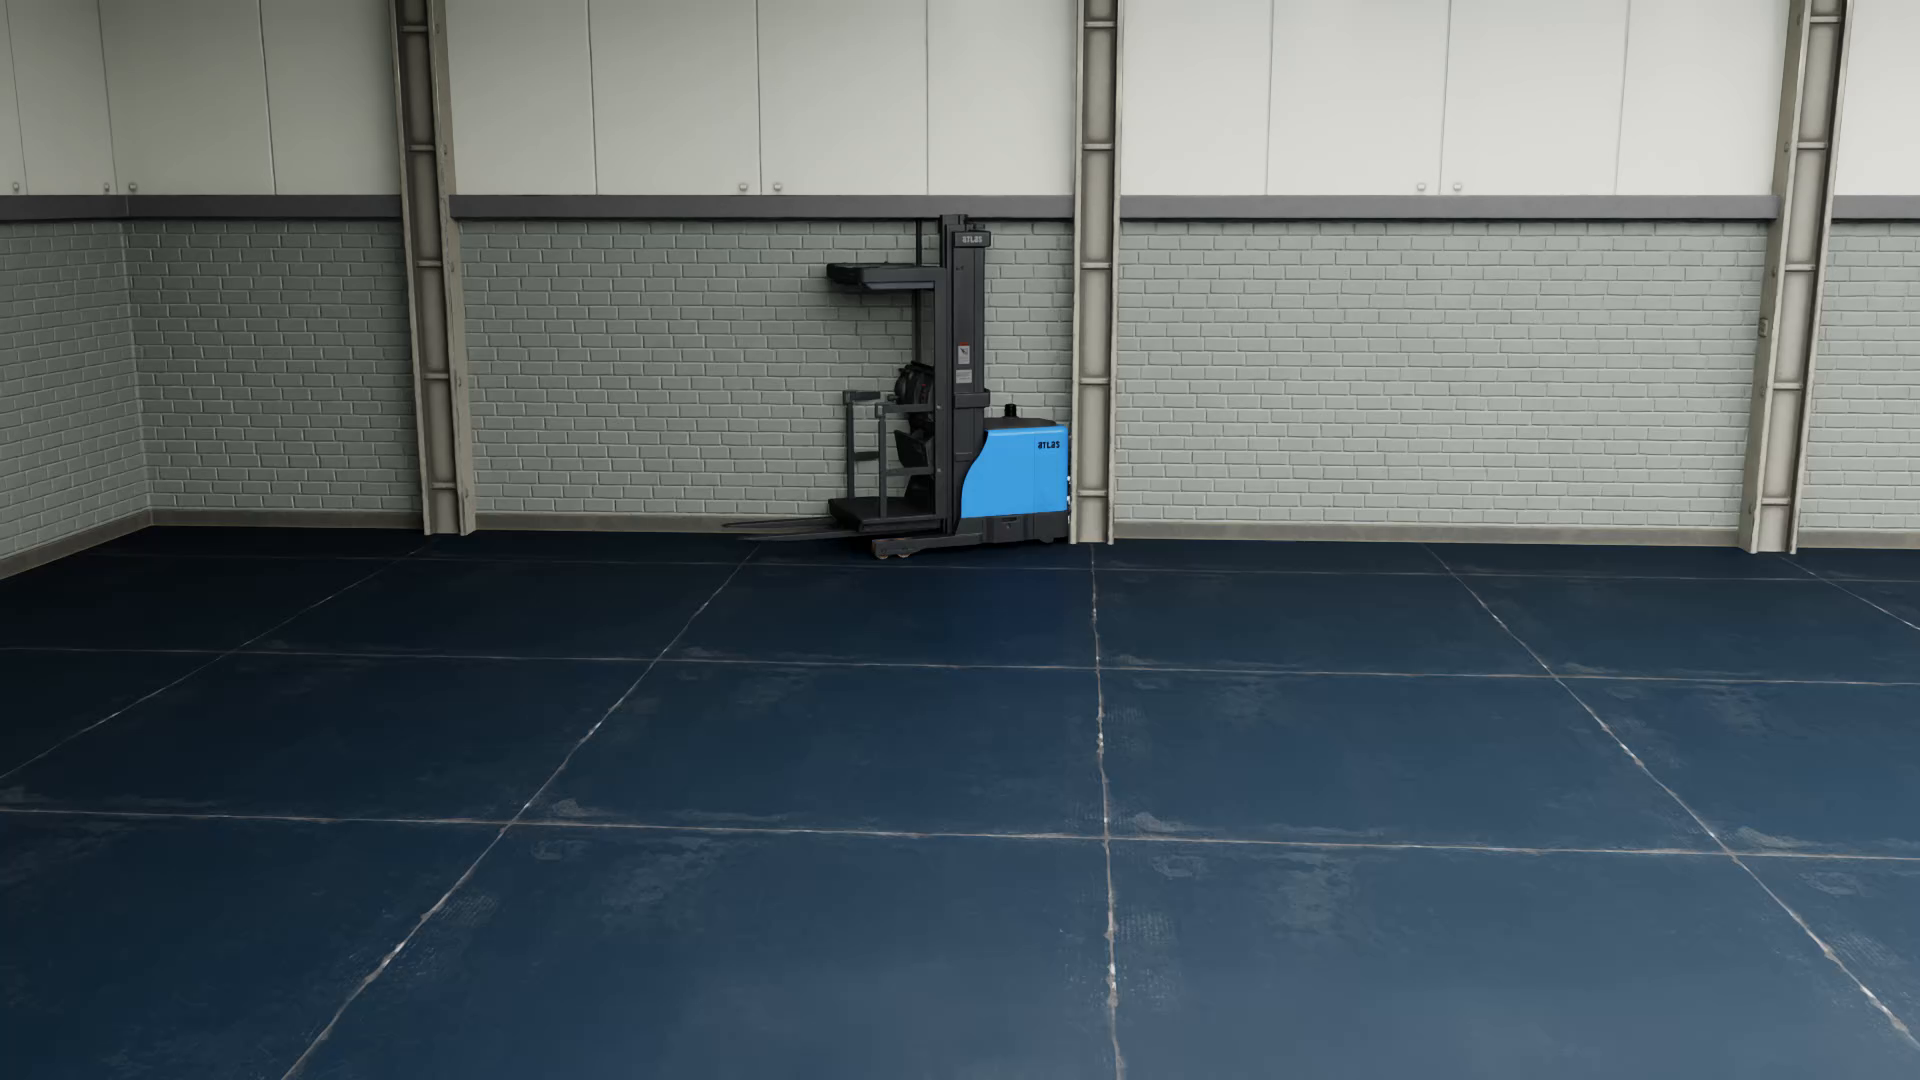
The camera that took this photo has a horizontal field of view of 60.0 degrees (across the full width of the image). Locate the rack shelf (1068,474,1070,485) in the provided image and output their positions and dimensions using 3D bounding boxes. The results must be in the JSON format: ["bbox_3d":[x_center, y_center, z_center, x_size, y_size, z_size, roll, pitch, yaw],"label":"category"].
[{"bbox_3d":[0.900,-0.553,15.133,0.200,0.077,0.258,1,6,3],"label":"rack shelf"}]

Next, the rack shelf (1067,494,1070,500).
[{"bbox_3d":[0.897,-0.374,15.153,0.200,0.077,0.258,1,6,3],"label":"rack shelf"}]

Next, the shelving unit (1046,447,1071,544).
[{"bbox_3d":[0.897,-0.407,15.150,0.210,0.900,0.258,1,6,3],"label":"shelving unit"}]

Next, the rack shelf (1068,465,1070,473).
[{"bbox_3d":[0.901,-0.642,15.124,0.200,0.077,0.258,1,6,3],"label":"rack shelf"}]

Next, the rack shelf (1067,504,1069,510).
[{"bbox_3d":[0.896,-0.284,15.163,0.200,0.077,0.258,1,6,3],"label":"rack shelf"}]

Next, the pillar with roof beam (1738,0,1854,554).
[{"bbox_3d":[6.903,-3.437,9.705,0.400,9.000,9.100,1,12,4],"label":"pillar with roof beam"}]

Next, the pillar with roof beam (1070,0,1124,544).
[{"bbox_3d":[0.916,-3.520,10.097,0.400,9.000,9.100,1,12,4],"label":"pillar with roof beam"}]

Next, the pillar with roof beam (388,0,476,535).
[{"bbox_3d":[-5.070,-3.602,10.490,0.400,9.000,9.100,1,12,4],"label":"pillar with roof beam"}]

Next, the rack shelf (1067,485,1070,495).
[{"bbox_3d":[0.898,-0.463,15.143,0.200,0.077,0.258,1,6,3],"label":"rack shelf"}]

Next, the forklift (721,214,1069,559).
[{"bbox_3d":[-0.588,-1.391,14.741,3.031,2.935,1.130,-4,13,-20],"label":"forklift"}]

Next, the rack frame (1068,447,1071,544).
[{"bbox_3d":[0.999,-0.405,15.144,0.006,0.900,0.240,1,6,3],"label":"rack frame"}]
